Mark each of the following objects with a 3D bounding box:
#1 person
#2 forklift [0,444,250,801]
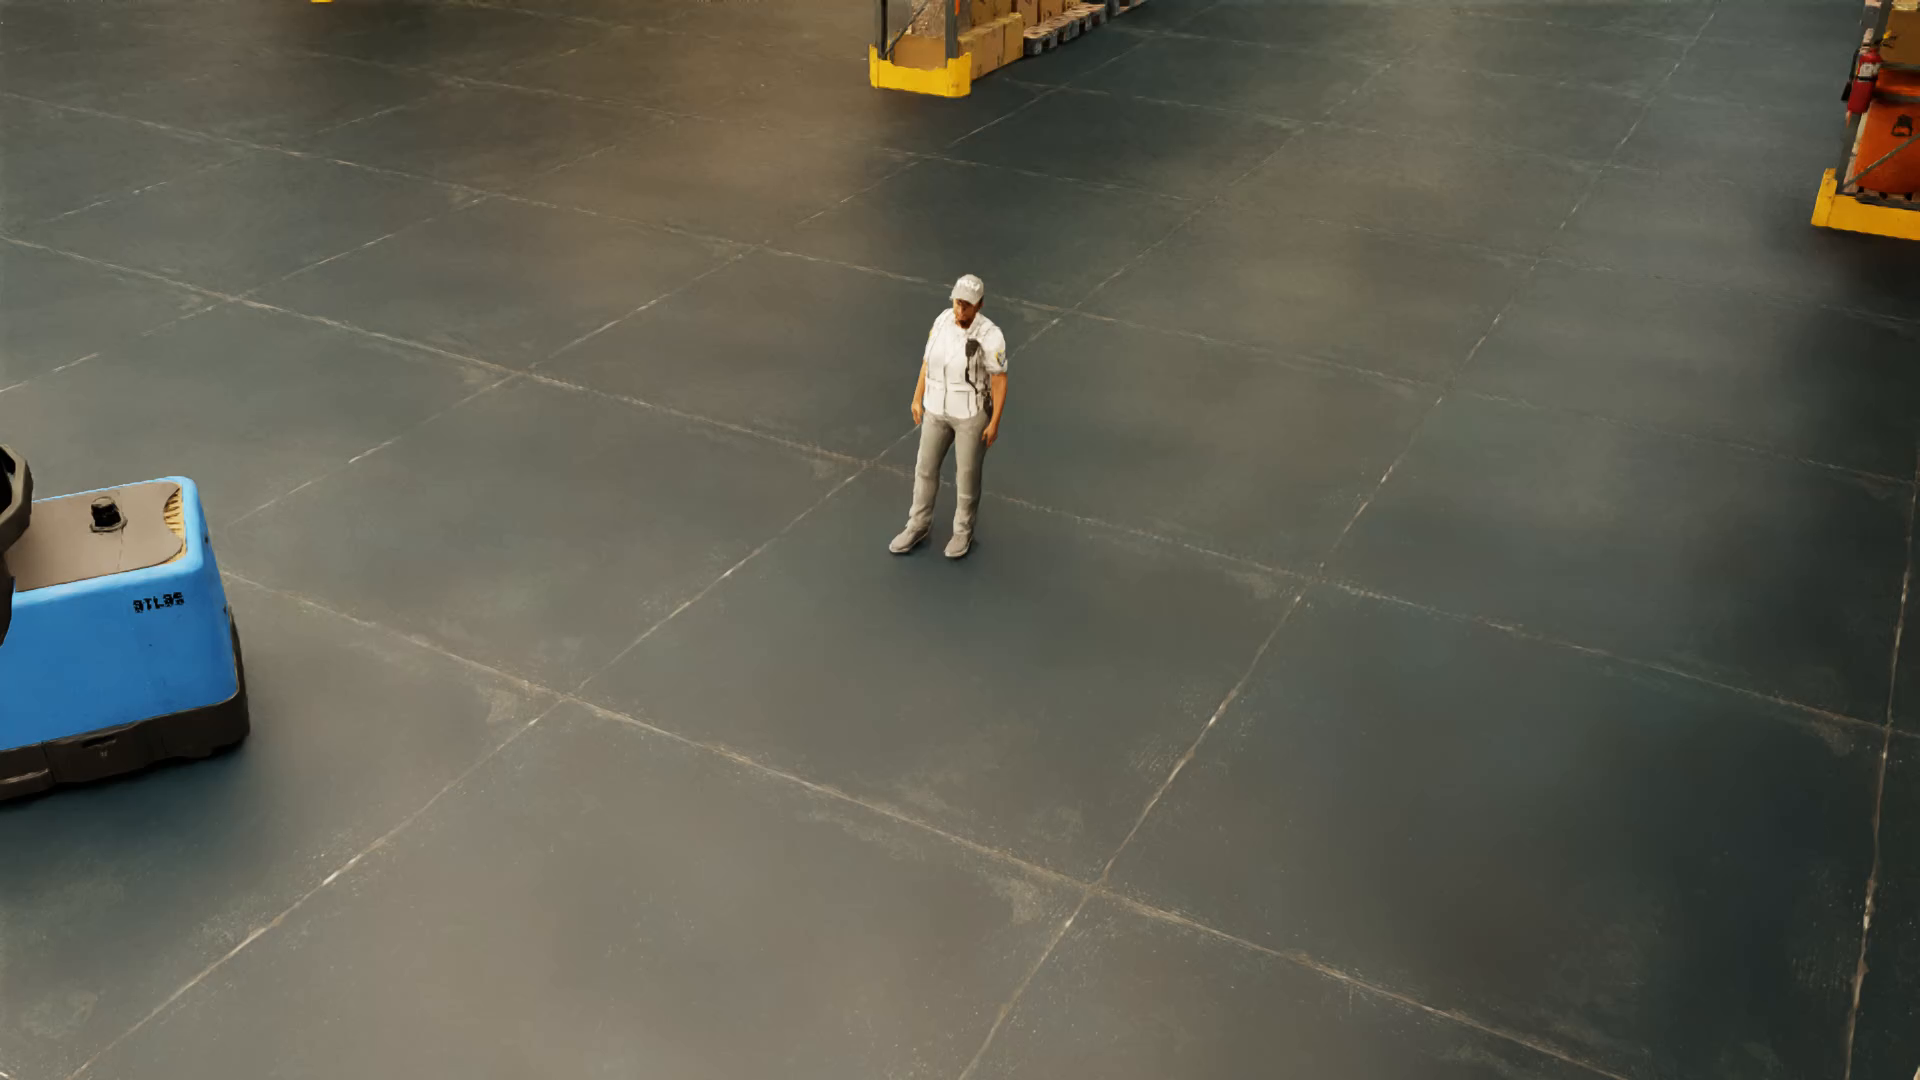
[{"bbox_3d":[-0.057,-0.700,9.534,0.598,1.669,0.529,15,33,25],"label":"person"},{"bbox_3d":[-5.077,-0.163,7.353,3.031,2.935,1.130,-12,32,-21],"label":"forklift"}]
